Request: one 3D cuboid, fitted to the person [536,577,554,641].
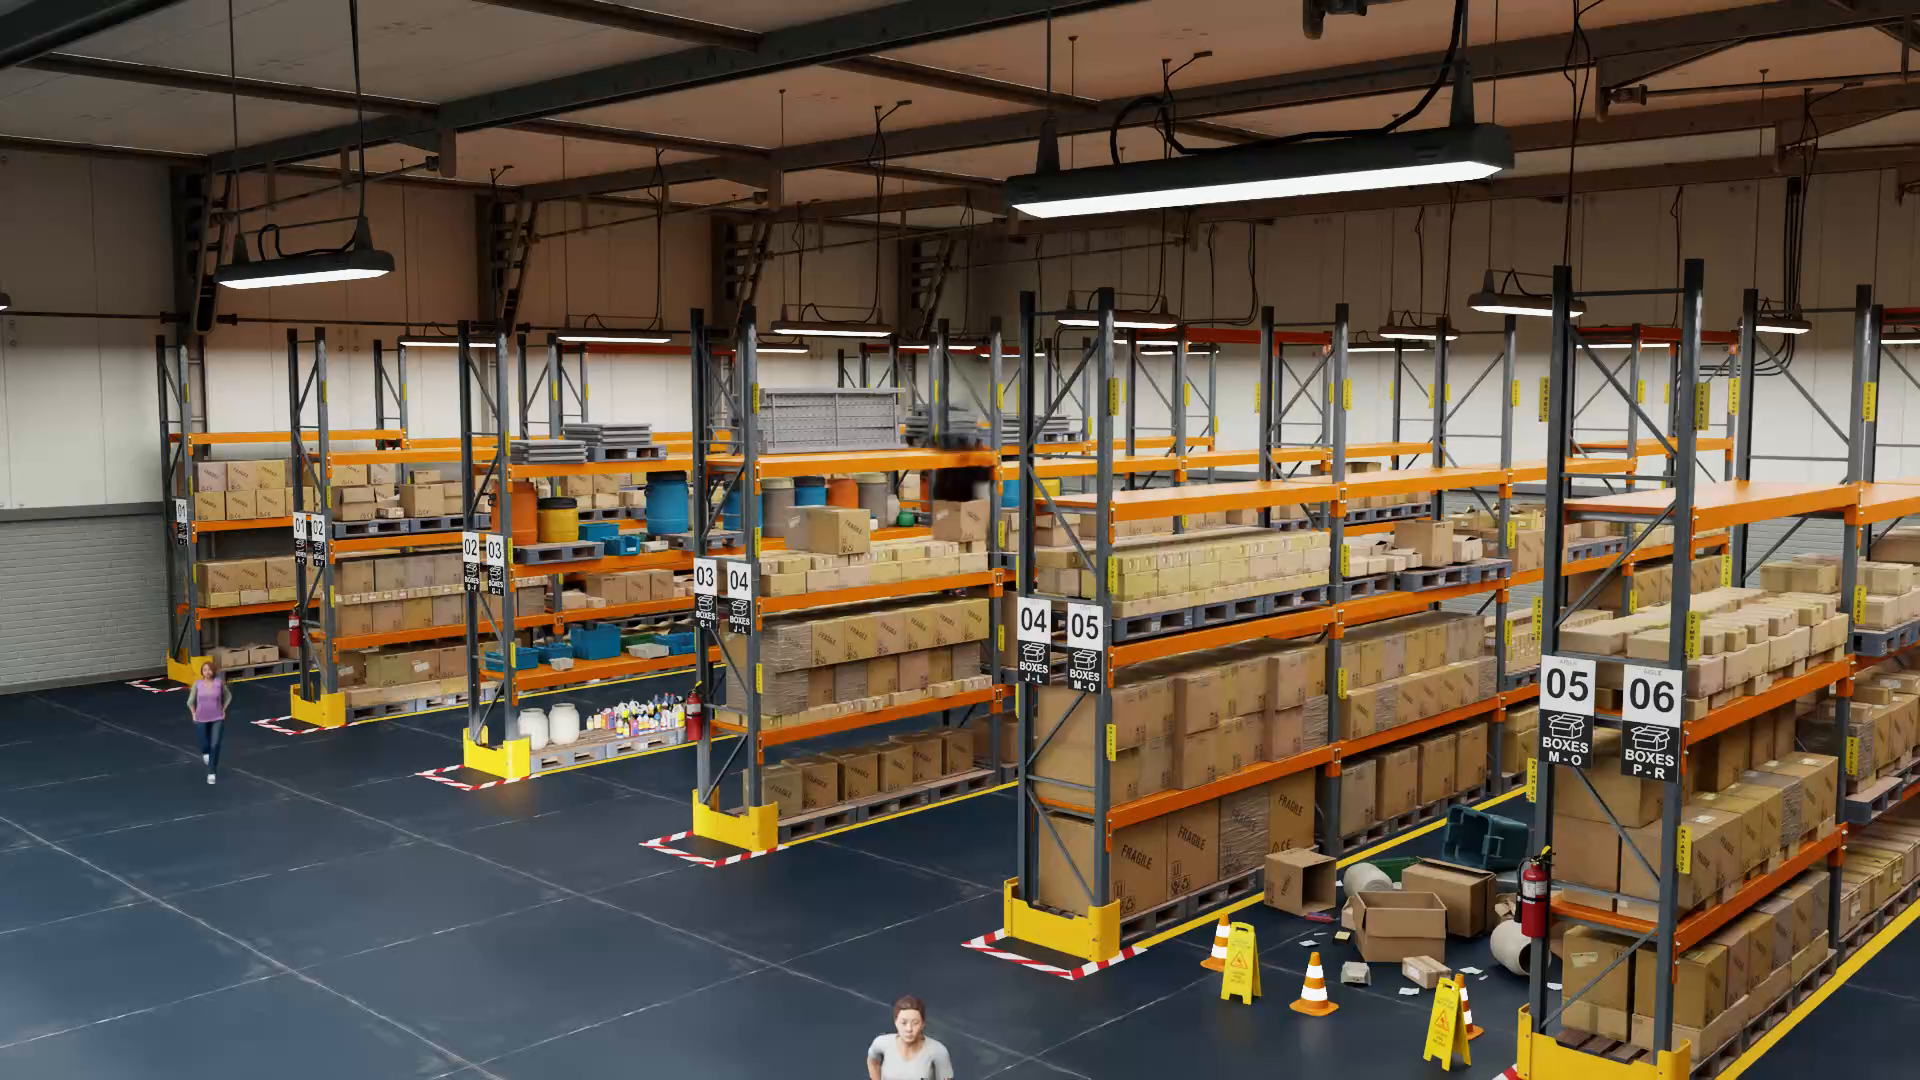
[{"bbox_3d":[-7.461,1.488,30.387,0.615,1.624,0.918,5,7,43],"label":"person"}]

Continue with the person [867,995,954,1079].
[{"bbox_3d":[-0.285,3.437,9.643,0.494,1.706,0.872,0,5,-5],"label":"person"}]

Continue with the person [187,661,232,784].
[{"bbox_3d":[-9.798,2.360,21.740,0.536,1.573,0.664,-2,6,-24],"label":"person"}]
